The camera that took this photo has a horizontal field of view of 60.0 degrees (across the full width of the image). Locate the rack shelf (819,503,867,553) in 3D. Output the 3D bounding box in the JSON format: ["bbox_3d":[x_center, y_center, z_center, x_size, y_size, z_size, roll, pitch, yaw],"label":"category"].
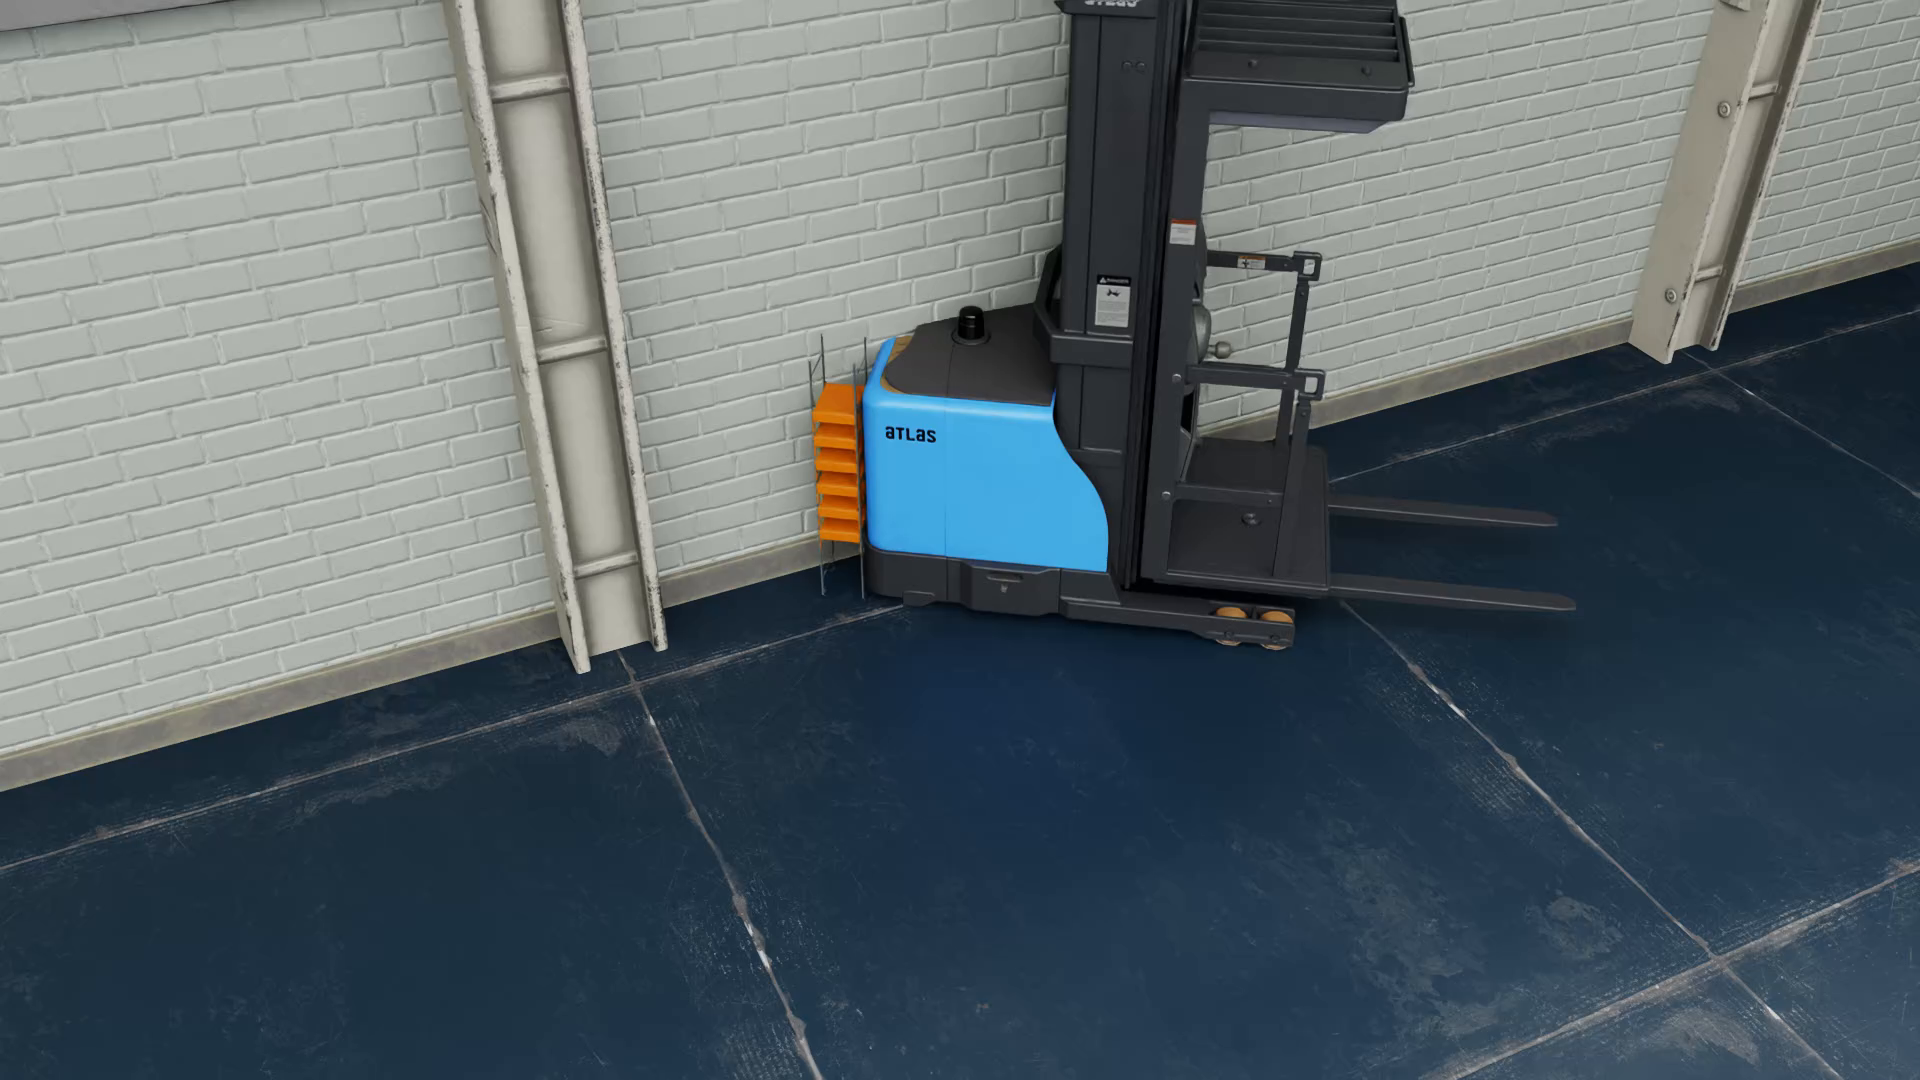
[{"bbox_3d":[-0.501,-0.065,7.306,0.180,0.103,0.258,6,36,7],"label":"rack shelf"}]

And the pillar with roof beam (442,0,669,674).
[{"bbox_3d":[0.337,-0.862,1.358,0.400,9.000,9.100,-16,39,-20],"label":"pillar with roof beam"}]

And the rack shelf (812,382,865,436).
[{"bbox_3d":[-0.500,-0.551,6.953,0.180,0.103,0.258,6,36,7],"label":"rack shelf"}]

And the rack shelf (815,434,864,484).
[{"bbox_3d":[-0.501,-0.357,7.094,0.180,0.103,0.258,6,36,7],"label":"rack shelf"}]

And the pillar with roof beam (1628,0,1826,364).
[{"bbox_3d":[5.768,-2.380,3.405,0.400,9.000,9.100,-16,39,-20],"label":"pillar with roof beam"}]

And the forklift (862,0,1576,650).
[{"bbox_3d":[1.149,-1.049,6.704,3.031,2.935,1.130,5,37,7],"label":"forklift"}]

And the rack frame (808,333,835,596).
[{"bbox_3d":[-0.591,-0.304,7.151,0.006,1.200,0.240,6,36,7],"label":"rack frame"}]

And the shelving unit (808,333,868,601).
[{"bbox_3d":[-0.501,-0.296,7.139,0.189,1.200,0.258,6,36,7],"label":"shelving unit"}]

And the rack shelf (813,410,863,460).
[{"bbox_3d":[-0.501,-0.454,7.024,0.180,0.103,0.258,6,36,7],"label":"rack shelf"}]

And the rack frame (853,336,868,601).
[{"bbox_3d":[-0.411,-0.287,7.127,0.006,1.200,0.240,6,36,7],"label":"rack frame"}]

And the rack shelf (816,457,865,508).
[{"bbox_3d":[-0.501,-0.260,7.165,0.180,0.103,0.258,6,36,7],"label":"rack shelf"}]

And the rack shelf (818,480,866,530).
[{"bbox_3d":[-0.501,-0.162,7.235,0.180,0.103,0.258,6,36,7],"label":"rack shelf"}]
